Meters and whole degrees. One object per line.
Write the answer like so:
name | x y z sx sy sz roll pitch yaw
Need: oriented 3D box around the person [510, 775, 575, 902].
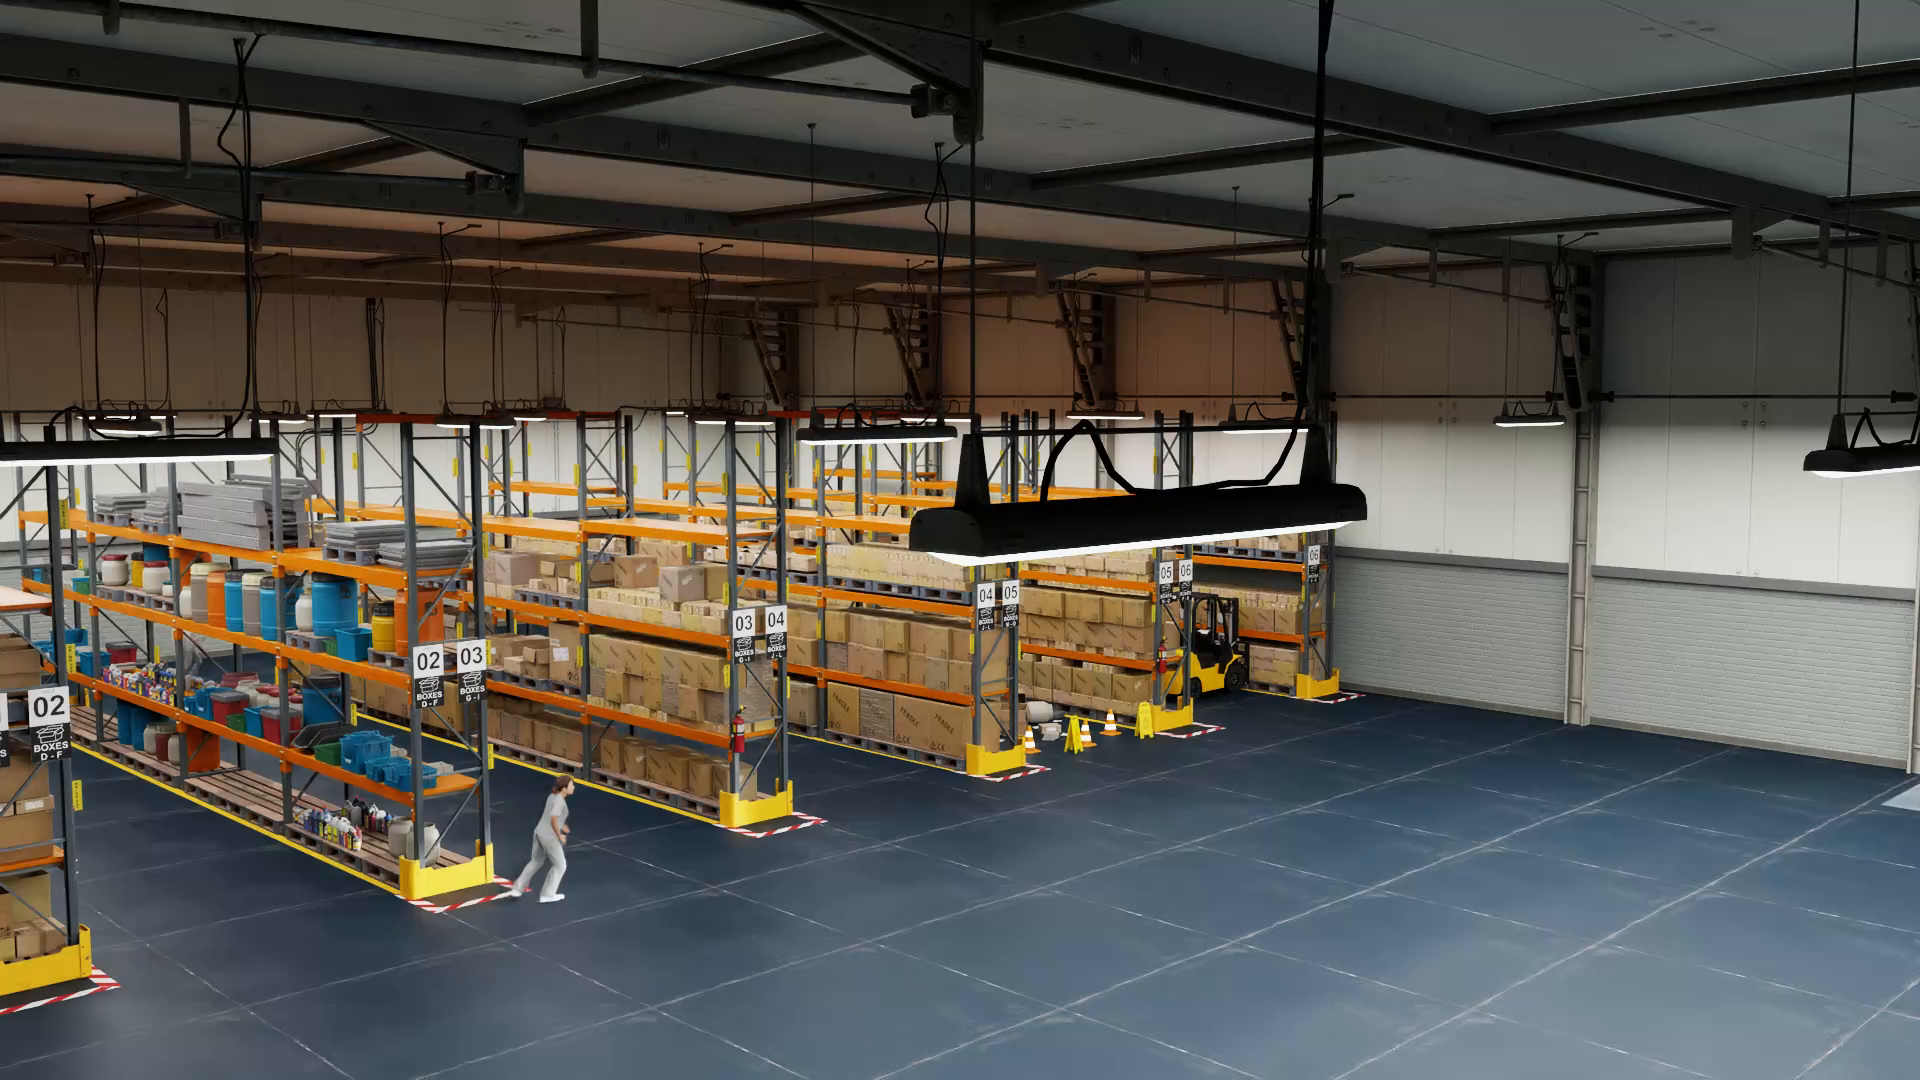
person | -5.221 3.743 20.792 0.795 1.577 0.609 -3 6 -34

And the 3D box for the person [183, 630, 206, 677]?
person | -16.712 2.396 36.123 0.622 1.592 0.513 -1 5 -15
